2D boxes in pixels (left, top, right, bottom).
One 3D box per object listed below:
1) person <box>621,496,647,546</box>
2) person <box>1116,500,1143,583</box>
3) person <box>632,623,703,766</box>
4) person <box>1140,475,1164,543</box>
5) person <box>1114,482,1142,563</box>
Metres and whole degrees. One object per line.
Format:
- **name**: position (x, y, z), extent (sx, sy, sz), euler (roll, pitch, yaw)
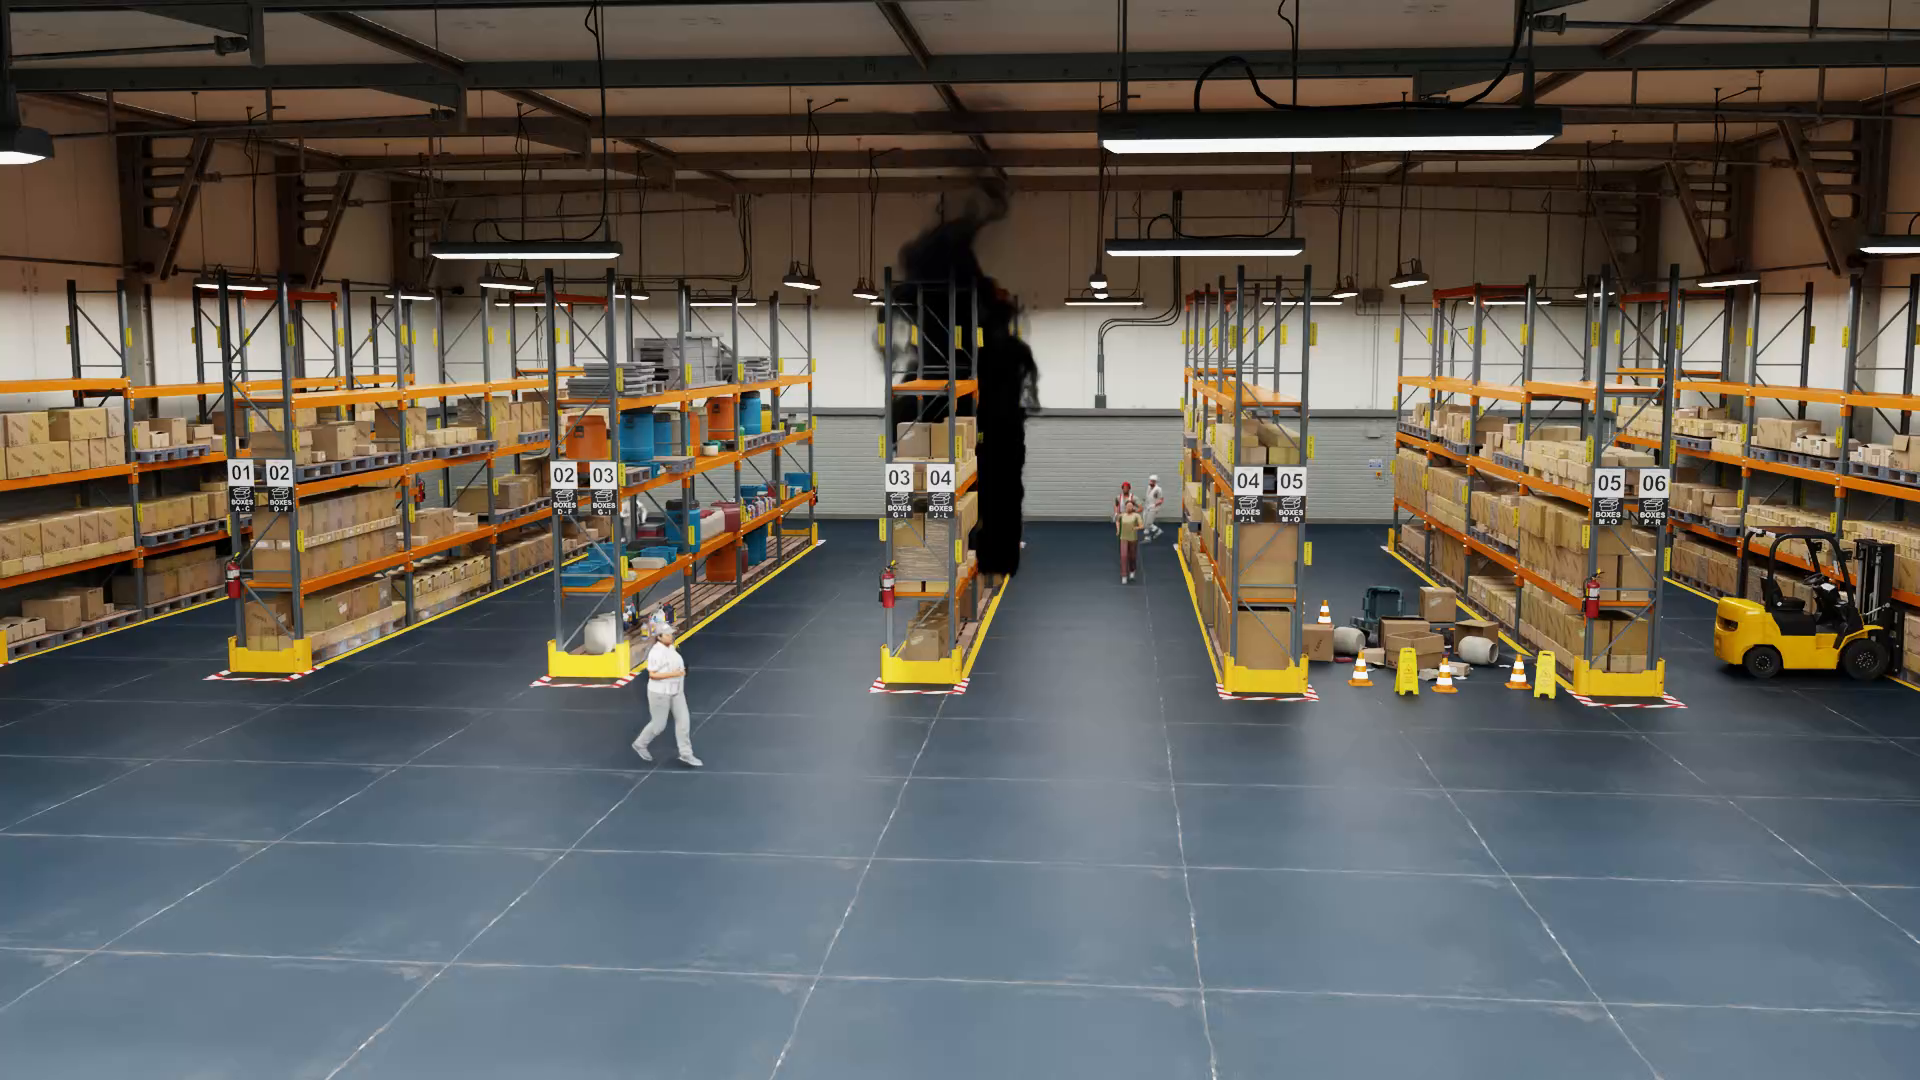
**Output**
- **person**: position (-7.193, -0.287, 36.476), extent (0.613, 1.686, 0.939), euler (0, 7, -3)
- **person**: position (3.468, 0.008, 34.065), extent (0.578, 1.661, 0.948), euler (1, 7, 10)
- **person**: position (-3.437, 1.803, 19.446), extent (0.880, 1.656, 0.608), euler (3, 8, 25)
- **person**: position (4.729, -0.747, 40.494), extent (0.639, 1.706, 0.681), euler (-2, 7, -19)
- **person**: position (3.763, -0.411, 37.292), extent (0.659, 1.800, 0.844), euler (2, 7, 14)
